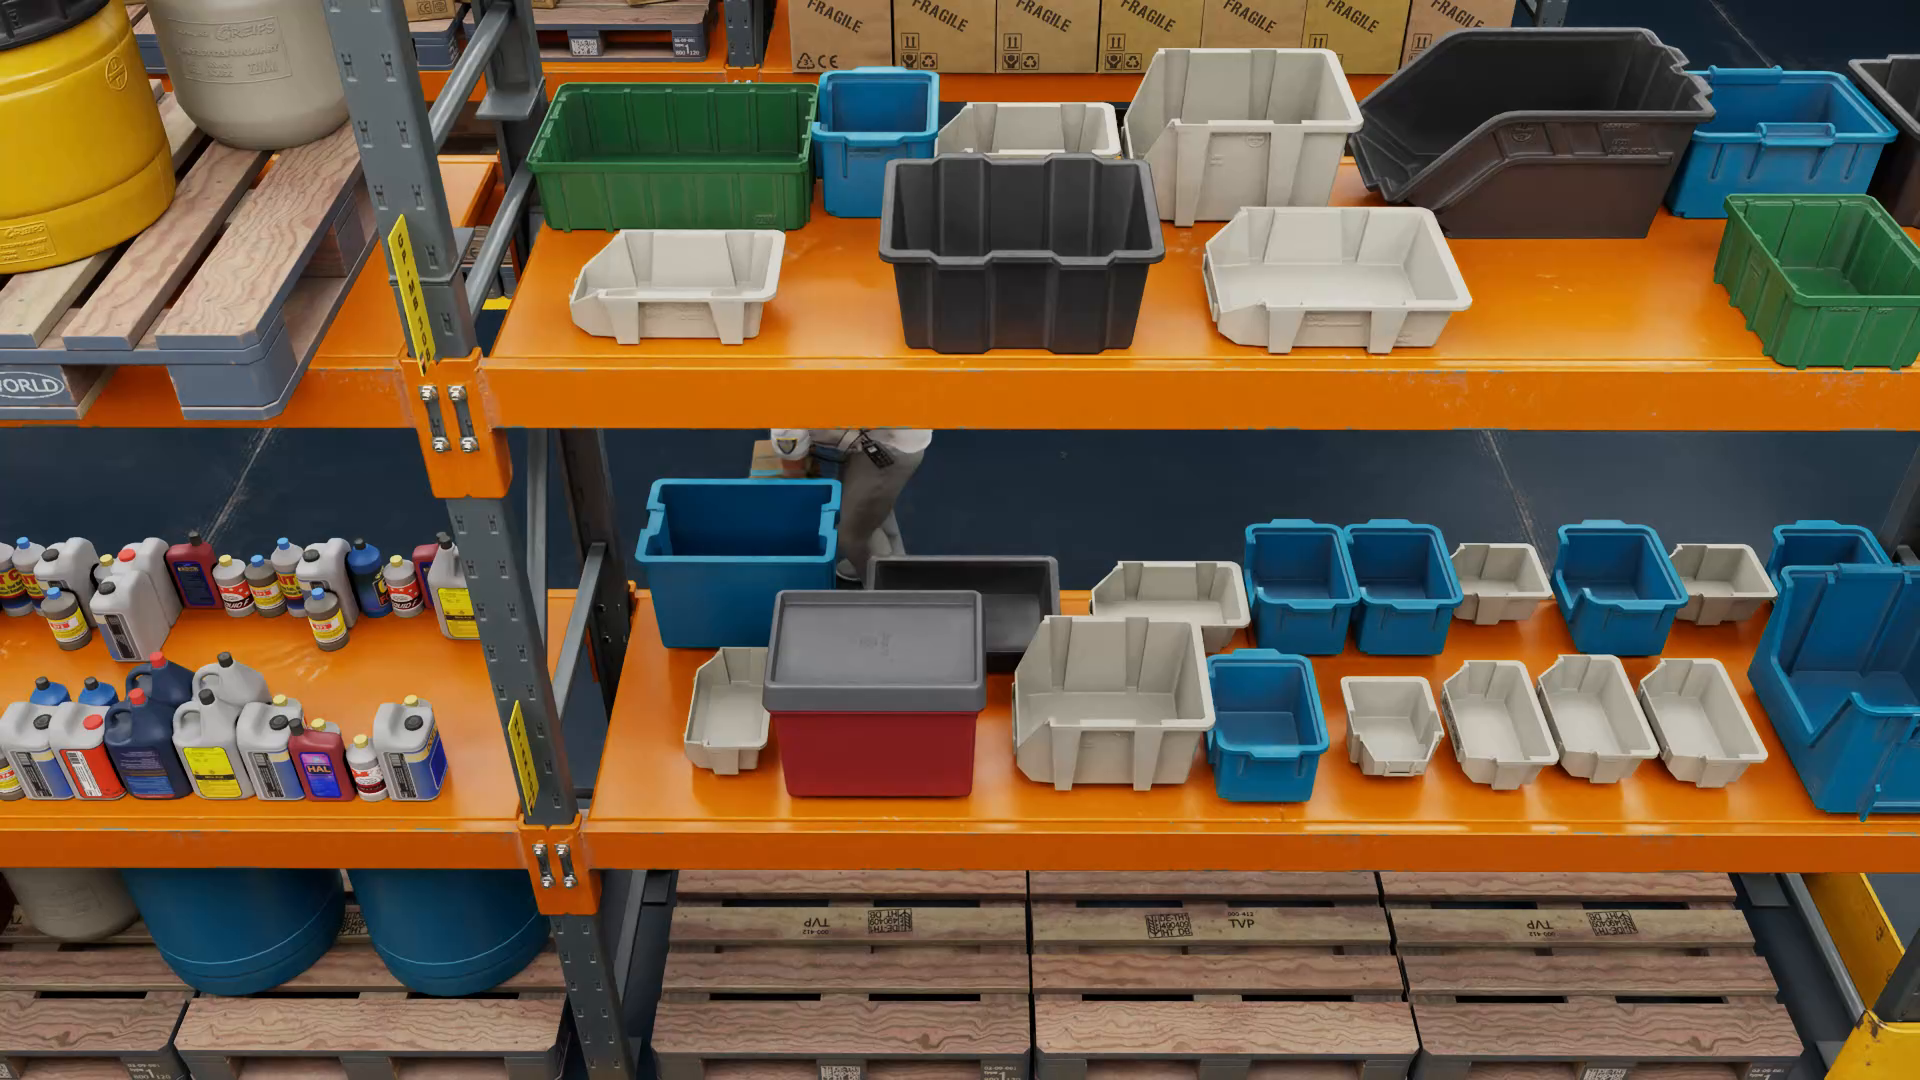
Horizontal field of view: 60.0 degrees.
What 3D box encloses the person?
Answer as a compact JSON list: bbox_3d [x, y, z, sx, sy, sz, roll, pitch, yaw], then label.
[{"bbox_3d":[-0.594,-0.301,6.791,0.964,1.412,0.482,-1,39,-1],"label":"person"}]
